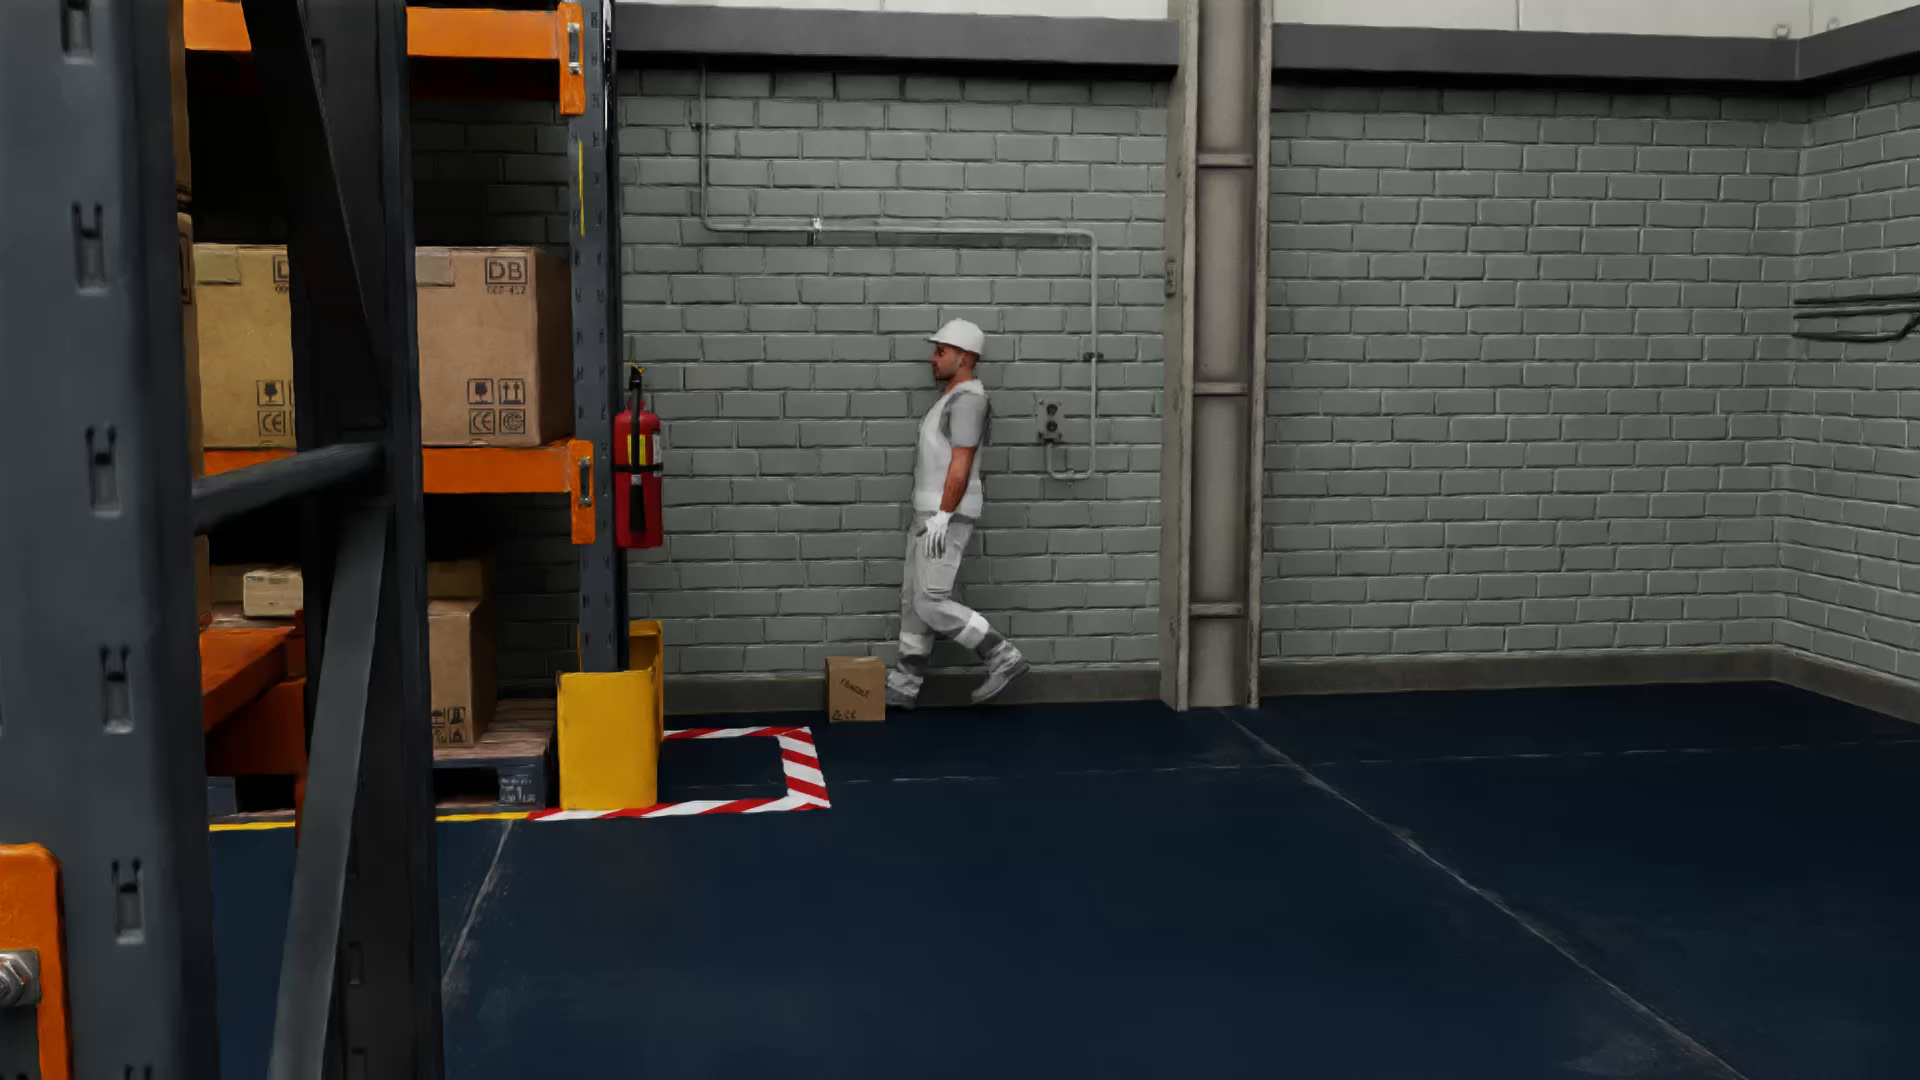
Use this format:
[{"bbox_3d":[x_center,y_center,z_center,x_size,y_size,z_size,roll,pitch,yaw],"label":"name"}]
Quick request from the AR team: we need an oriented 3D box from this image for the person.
[{"bbox_3d":[-0.097,-0.098,7.478,0.791,1.779,0.555,-1,6,-8],"label":"person"}]
